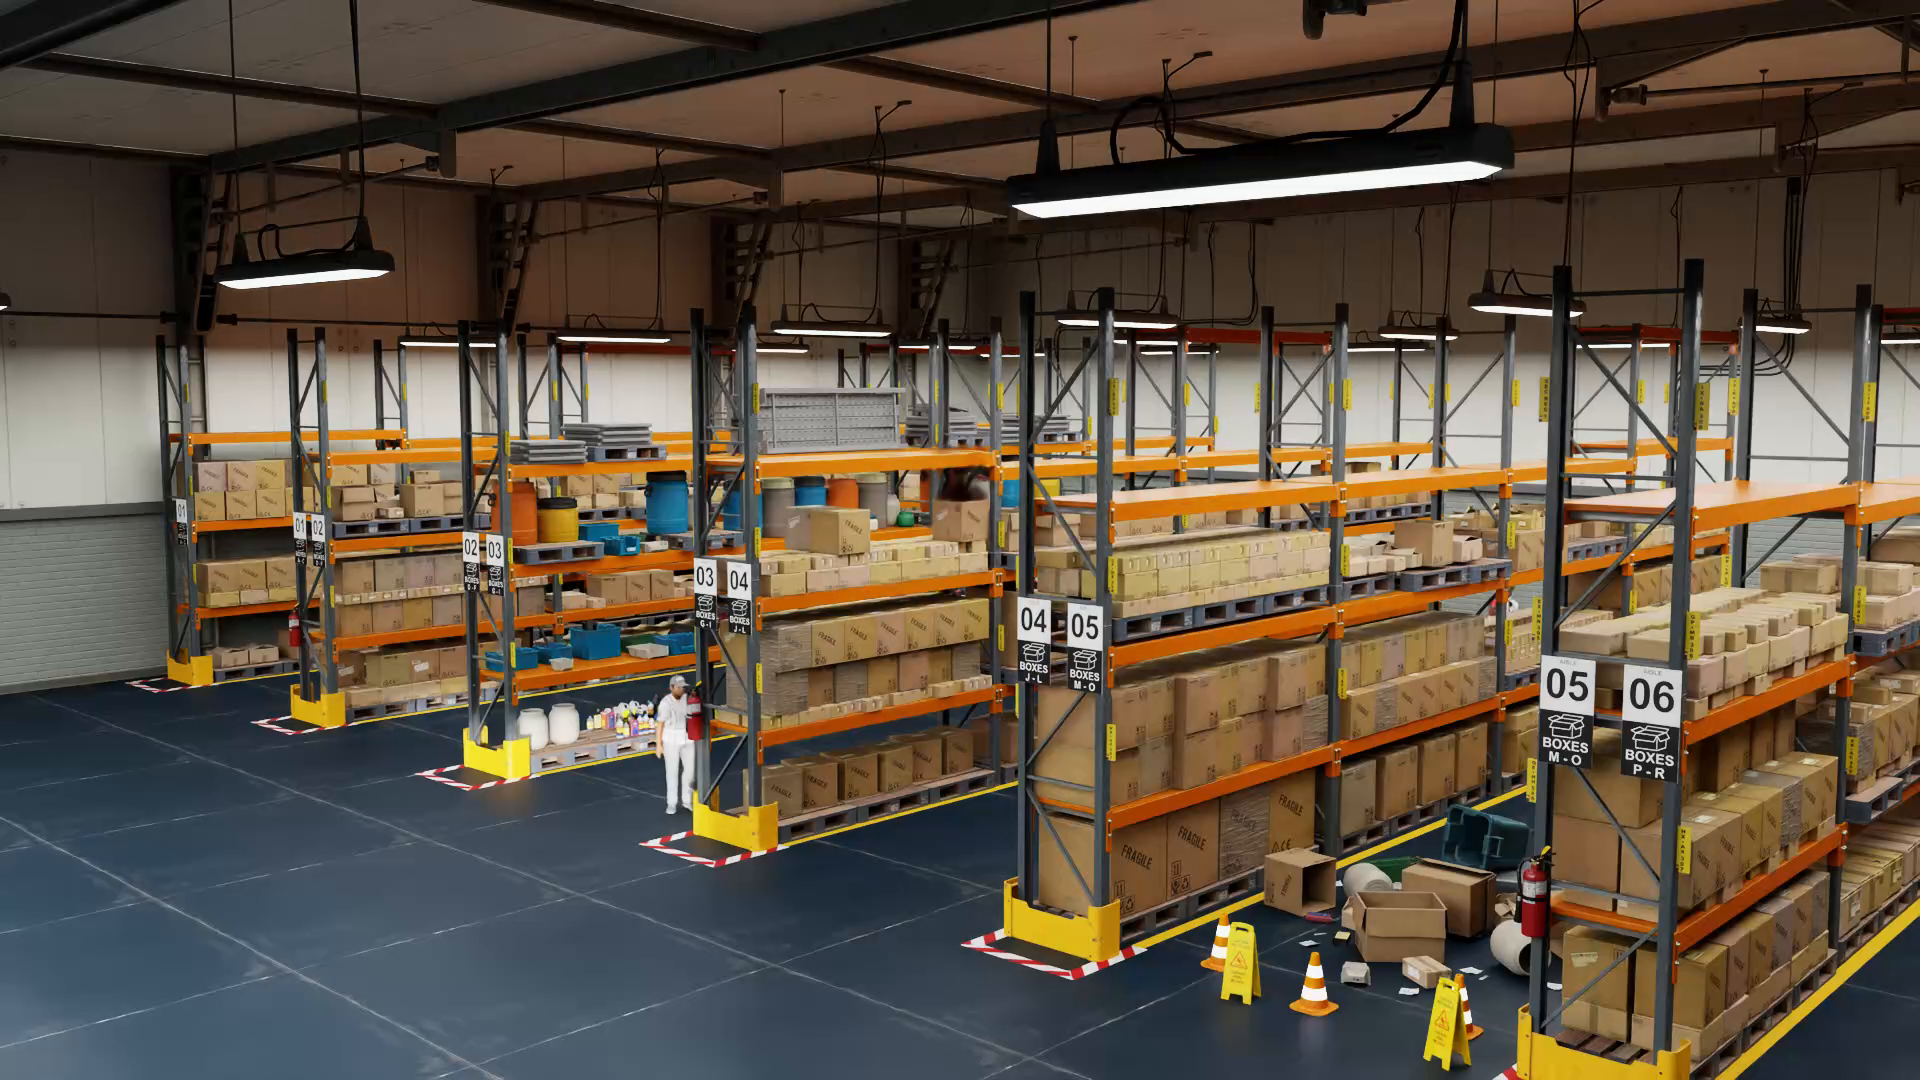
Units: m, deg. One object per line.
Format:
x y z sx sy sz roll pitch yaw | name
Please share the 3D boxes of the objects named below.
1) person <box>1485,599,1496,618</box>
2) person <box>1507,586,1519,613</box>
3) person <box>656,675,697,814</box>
8.501 1.841 26.511 0.618 1.813 0.877 5 7 43 | person
9.634 1.581 29.400 0.518 1.630 0.845 2 6 24 | person
-3.395 2.455 20.086 0.568 1.671 0.391 -4 7 -35 | person
